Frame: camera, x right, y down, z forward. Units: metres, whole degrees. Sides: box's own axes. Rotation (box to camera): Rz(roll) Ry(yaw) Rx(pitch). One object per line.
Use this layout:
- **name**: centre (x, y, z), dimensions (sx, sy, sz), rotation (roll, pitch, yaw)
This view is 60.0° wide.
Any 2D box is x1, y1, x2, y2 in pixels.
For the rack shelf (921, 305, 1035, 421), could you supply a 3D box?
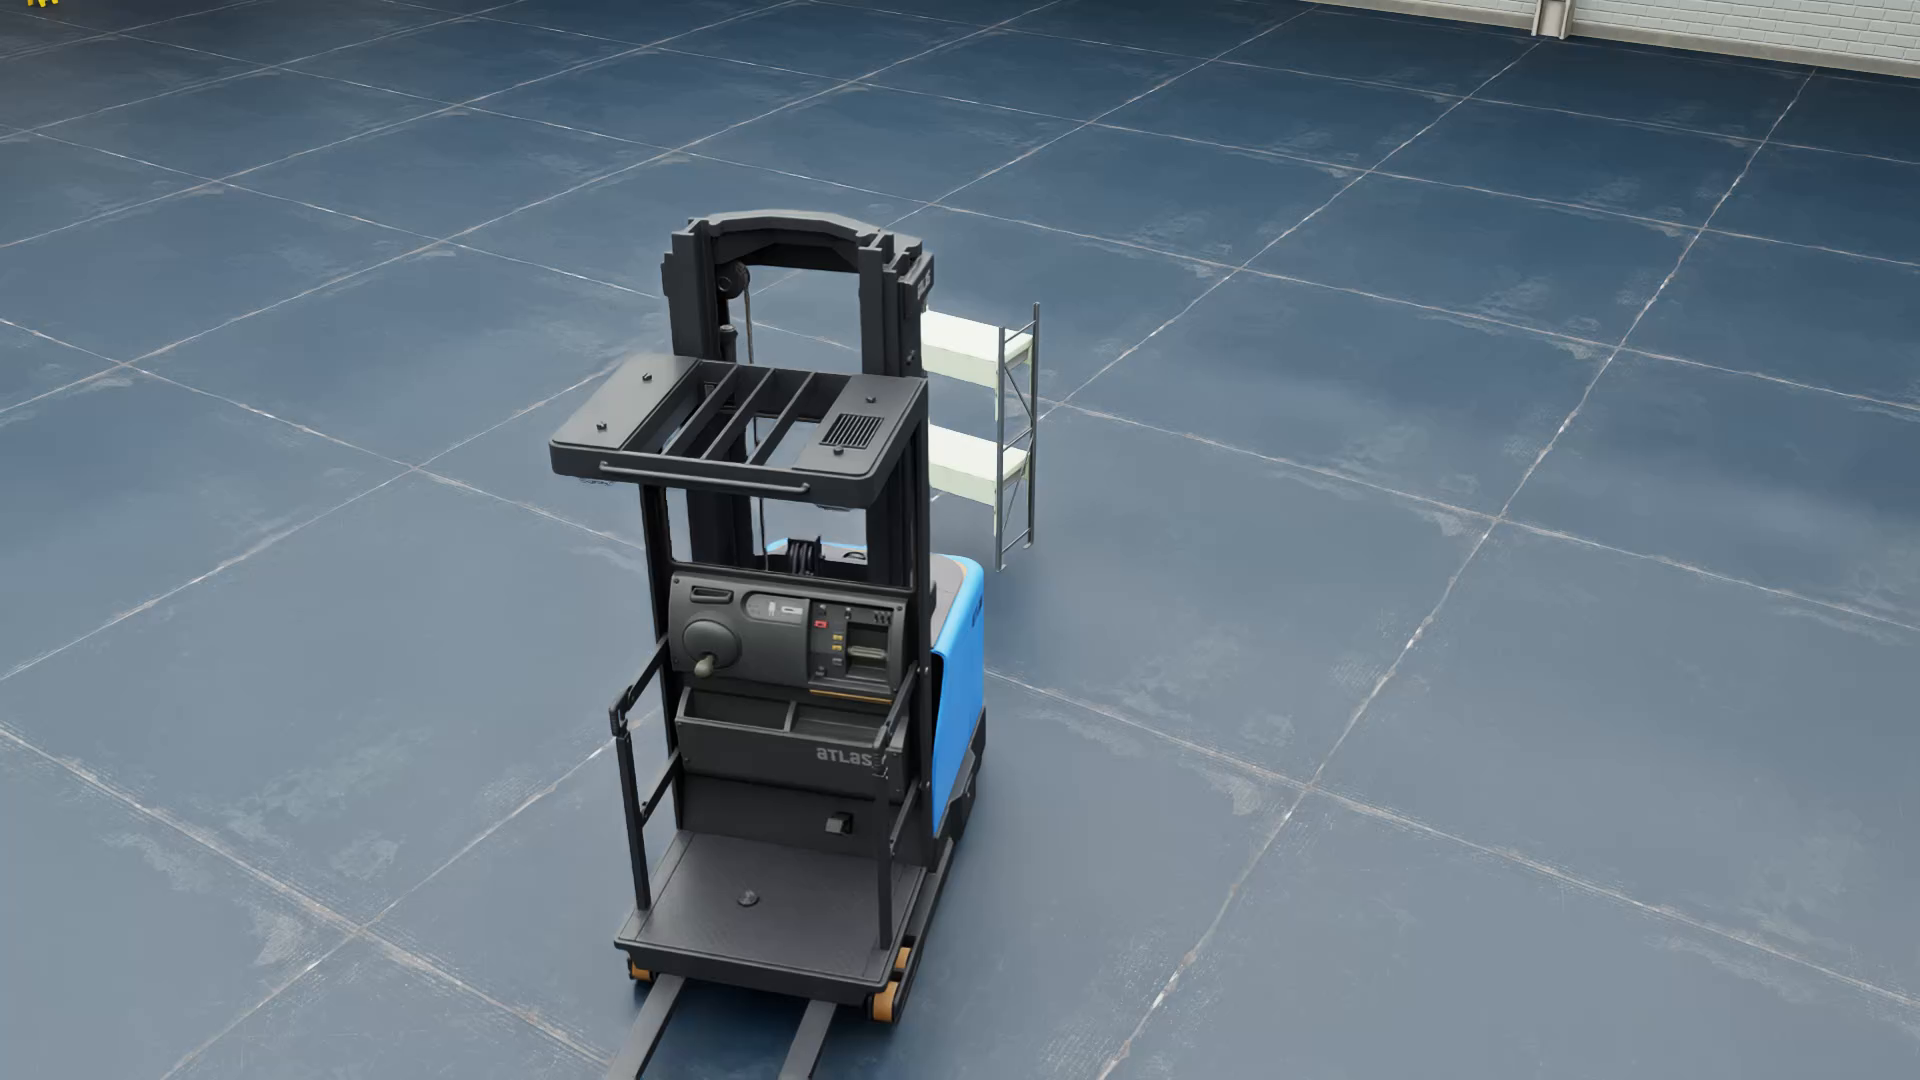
- **rack shelf**: centre (0.006, -0.983, 9.172), dimensions (0.720, 0.370, 0.431), rotation (18, 35, 27)

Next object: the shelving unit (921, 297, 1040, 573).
- **shelving unit**: centre (0.006, -0.646, 9.369), dimensions (0.755, 1.500, 0.431), rotation (18, 35, 27)

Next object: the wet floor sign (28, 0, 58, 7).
- **wet floor sign**: centre (-12.008, -7.297, 21.617), dimensions (0.232, 0.644, 0.267), rotation (12, 32, 19)

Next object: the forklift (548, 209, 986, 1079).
- **forklift**: centre (-0.706, 0.413, 6.134), dimensions (1.130, 2.935, 3.031), rotation (7, 31, 11)

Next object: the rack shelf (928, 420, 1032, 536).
- **rack shelf**: centre (0.006, -0.364, 9.533), dimensions (0.720, 0.370, 0.431), rotation (18, 35, 27)

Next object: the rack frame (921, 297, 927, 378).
- **rack frame**: centre (-0.304, -0.744, 9.537), dimensions (0.023, 1.500, 0.400), rotation (18, 35, 27)

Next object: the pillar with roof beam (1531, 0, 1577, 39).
- **pillar with roof beam**: centre (4.943, -8.238, 14.941), dimensions (0.400, 9.000, 9.100), rotation (18, 35, 27)

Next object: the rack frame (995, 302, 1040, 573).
- **rack frame**: centre (0.316, -0.548, 9.201), dimensions (0.023, 1.500, 0.400), rotation (18, 35, 27)
